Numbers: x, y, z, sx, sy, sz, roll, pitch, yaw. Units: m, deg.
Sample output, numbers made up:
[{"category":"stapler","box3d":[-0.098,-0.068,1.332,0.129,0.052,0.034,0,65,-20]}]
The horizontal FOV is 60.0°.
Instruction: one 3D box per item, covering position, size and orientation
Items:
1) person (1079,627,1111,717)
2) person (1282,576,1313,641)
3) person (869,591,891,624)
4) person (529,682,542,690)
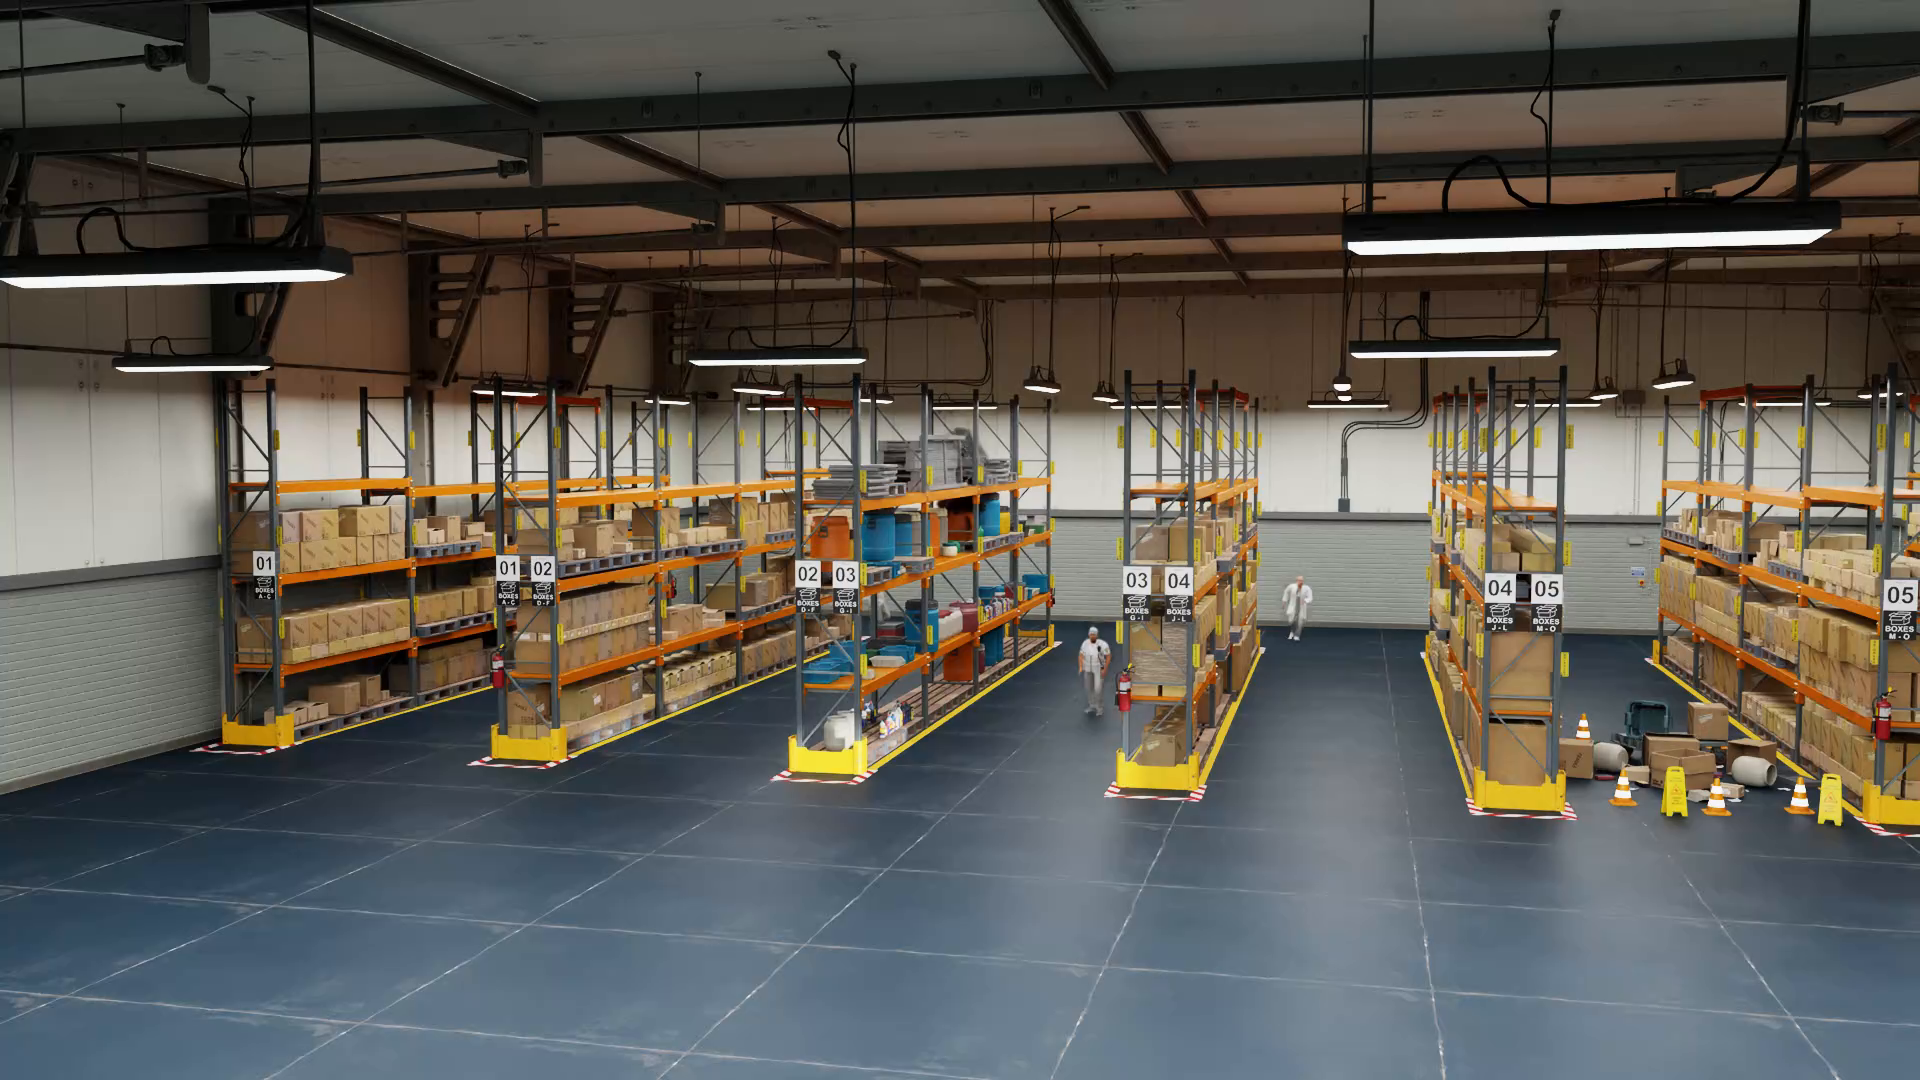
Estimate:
[{"category":"person","box3d":[2.479,2.386,30.382,0.598,1.626,0.650,2,4,27]},{"category":"person","box3d":[8.385,1.704,41.319,0.741,1.652,0.912,1,3,11]},{"category":"person","box3d":[-2.079,1.637,42.521,0.532,1.593,0.680,3,4,38]},{"category":"person","box3d":[-8.016,2.343,31.638,0.606,1.643,0.807,-2,4,-31]}]
